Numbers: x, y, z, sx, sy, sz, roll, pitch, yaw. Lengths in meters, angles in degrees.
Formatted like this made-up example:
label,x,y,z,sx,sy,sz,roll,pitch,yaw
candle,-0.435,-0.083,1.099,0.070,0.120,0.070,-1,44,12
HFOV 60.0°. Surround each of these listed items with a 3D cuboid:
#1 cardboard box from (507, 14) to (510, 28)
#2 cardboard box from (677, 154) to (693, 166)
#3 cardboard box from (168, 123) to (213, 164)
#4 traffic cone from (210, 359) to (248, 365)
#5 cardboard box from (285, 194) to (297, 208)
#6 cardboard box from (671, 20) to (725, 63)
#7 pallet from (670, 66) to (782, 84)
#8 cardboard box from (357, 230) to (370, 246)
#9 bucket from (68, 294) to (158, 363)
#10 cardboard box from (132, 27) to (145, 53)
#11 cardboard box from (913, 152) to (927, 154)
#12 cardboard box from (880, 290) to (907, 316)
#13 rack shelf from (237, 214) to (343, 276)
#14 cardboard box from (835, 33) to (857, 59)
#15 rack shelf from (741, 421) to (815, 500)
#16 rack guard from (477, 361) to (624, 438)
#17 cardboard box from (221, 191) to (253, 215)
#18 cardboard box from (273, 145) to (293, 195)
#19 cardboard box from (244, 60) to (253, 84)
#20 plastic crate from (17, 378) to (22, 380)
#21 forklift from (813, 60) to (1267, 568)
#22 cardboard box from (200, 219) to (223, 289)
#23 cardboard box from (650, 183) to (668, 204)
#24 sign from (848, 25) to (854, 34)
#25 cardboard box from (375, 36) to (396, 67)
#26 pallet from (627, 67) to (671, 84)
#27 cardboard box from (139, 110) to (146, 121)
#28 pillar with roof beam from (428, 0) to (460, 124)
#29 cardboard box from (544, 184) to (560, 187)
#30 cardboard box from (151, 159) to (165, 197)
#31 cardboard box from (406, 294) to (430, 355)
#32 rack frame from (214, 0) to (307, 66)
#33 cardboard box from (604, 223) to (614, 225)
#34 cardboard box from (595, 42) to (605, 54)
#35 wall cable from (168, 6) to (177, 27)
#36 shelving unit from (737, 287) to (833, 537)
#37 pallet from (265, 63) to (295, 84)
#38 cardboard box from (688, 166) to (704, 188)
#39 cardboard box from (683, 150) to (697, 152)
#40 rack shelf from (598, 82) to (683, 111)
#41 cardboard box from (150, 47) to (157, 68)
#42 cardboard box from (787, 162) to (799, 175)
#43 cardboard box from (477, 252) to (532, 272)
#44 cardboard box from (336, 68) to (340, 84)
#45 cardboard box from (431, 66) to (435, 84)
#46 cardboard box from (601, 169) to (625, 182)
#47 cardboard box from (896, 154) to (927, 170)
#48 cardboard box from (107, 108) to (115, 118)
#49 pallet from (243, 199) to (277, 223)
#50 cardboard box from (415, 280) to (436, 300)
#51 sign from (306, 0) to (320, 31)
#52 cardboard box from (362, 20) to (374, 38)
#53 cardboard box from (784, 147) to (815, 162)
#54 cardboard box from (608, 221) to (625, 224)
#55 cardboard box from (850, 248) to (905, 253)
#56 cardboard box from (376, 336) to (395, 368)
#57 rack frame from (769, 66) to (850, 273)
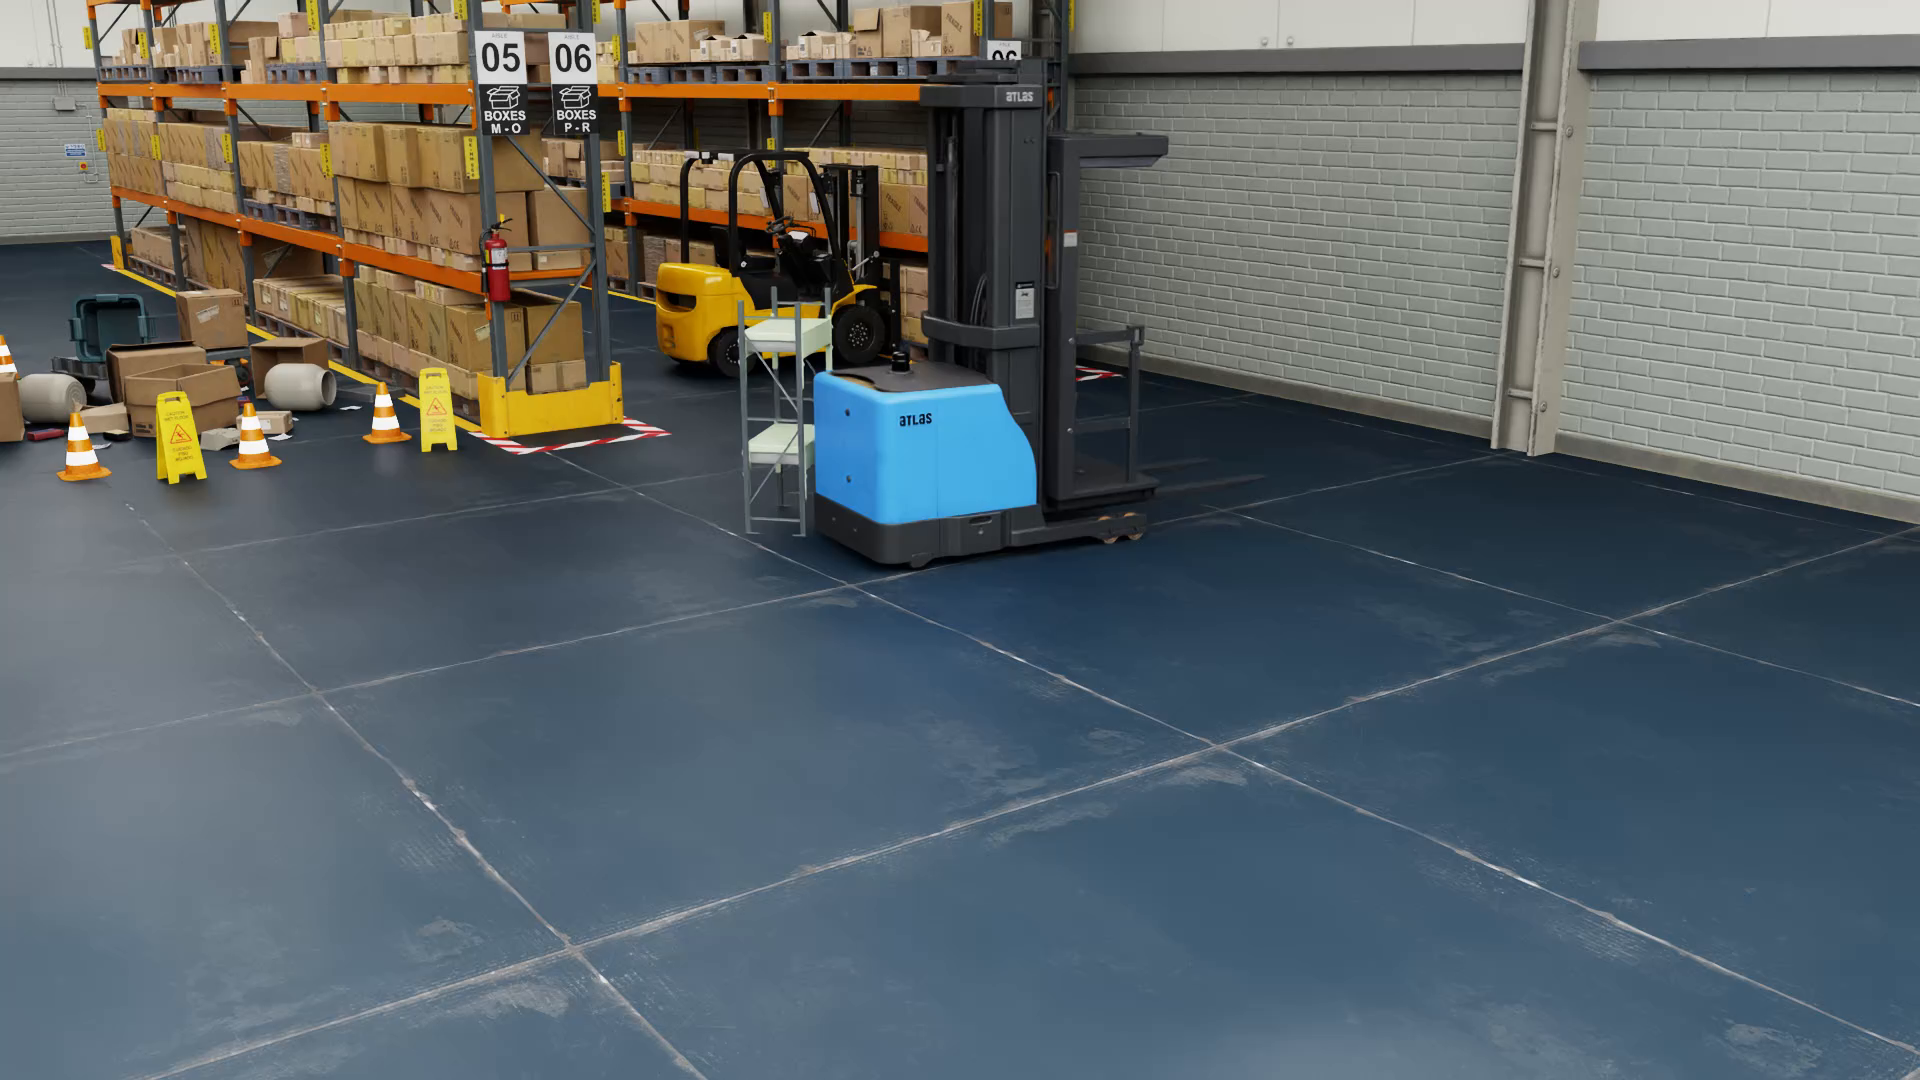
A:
label,x,y,z,sx,sy,sz,roll,pitch,yaw
cardboard box,-3.597,-4.255,13.724,0.380,0.149,0.250,-11,19,-35
cardboard box,-3.366,-4.839,21.156,0.380,0.149,0.250,-10,18,-33
cardboard box,-10.100,-5.236,21.941,0.500,0.500,0.500,-11,19,-35
traffic cone,-7.605,-2.064,17.241,0.336,0.463,0.334,-11,19,-35
cardboard box,-7.144,-3.725,18.184,0.380,0.149,0.250,-10,18,-33
cardboard box,-3.256,-6.202,20.696,0.500,0.500,0.500,-10,18,-33
pallet,-2.952,-5.852,20.951,1.003,0.211,1.213,-10,18,-32
cardboard box,-5.627,-2.956,16.170,0.380,0.149,0.250,-10,18,-33
bucket,-7.743,-1.933,15.279,0.726,0.611,0.620,-4,6,-15
cardboard box,-11.266,-6.979,23.530,0.797,0.503,0.637,-9,18,-30
cardboard box,-0.290,-4.101,17.898,0.380,0.149,0.250,-11,19,-34
cardboard box,-0.525,-2.546,17.662,0.500,0.250,0.500,-11,19,-36
rack shelf,-6.920,-3.320,18.388,1.077,0.370,4.000,-11,19,-35
cardboard box,-1.104,-5.280,17.773,0.396,0.266,0.258,-11,19,-36
rack shelf,-1.118,-0.537,10.930,0.431,0.370,0.720,3,16,10
rack guard,-3.437,-1.197,14.001,1.175,0.500,0.348,-11,19,-35
cardboard box,-8.603,-4.090,20.120,0.500,0.250,0.500,-12,19,-36
cardboard box,-7.101,-4.026,18.055,0.500,0.500,0.500,-12,19,-37
cardboard box,-7.898,-5.328,18.934,0.396,0.266,0.258,-11,19,-35
plastic crate,-8.526,-1.288,14.817,0.450,0.188,0.662,-11,16,-3
forklift,0.610,-1.509,10.536,3.031,2.935,1.130,-9,17,-28
cardboard box,-9.481,-3.815,22.060,0.875,0.875,0.875,-10,18,-33
cardboard box,-3.728,-4.552,21.811,0.500,0.250,0.500,-11,19,-36
sign,-1.283,-5.832,19.392,0.100,0.325,0.005,-11,19,-35
cardboard box,-4.813,-4.297,14.631,0.500,0.250,0.500,-11,19,-34
pallet,-3.611,-6.090,21.821,1.213,0.211,1.003,-10,18,-32
cardboard box,-11.432,-6.035,23.633,0.380,0.149,0.250,-11,19,-35
pillar with roof beam,-13.125,-9.515,28.294,9.100,9.000,0.400,-11,19,-35
cardboard box,-3.753,-2.832,14.489,0.500,0.500,0.500,-10,18,-33
cardboard box,-10.927,-5.056,23.178,0.500,0.500,0.500,-11,19,-34
cardboard box,-4.674,-1.974,15.100,0.500,0.500,0.500,-11,19,-36
rack frame,-8.096,-6.988,19.061,1.000,3.000,0.127,-11,19,-35
cardboard box,-5.148,-4.475,23.954,0.380,0.149,0.250,-11,19,-35
cardboard box,-4.791,-6.725,22.747,0.380,0.149,0.250,-12,19,-36
wall cable,-13.486,-10.426,31.551,2.988,3.039,0.133,-11,19,-35
shelving unit,-1.118,-0.851,10.844,0.431,1.500,0.755,3,16,10
pallet,-6.633,-4.966,17.711,1.213,0.211,1.003,-11,19,-35
cardboard box,-3.112,-4.575,20.946,0.500,0.250,0.500,-11,19,-34
cardboard box,-3.484,-5.150,22.293,0.380,0.149,0.250,-10,18,-33
rack shelf,-5.259,-6.392,23.931,1.077,0.370,4.000,-11,19,-35
cardboard box,-10.436,-6.372,21.952,0.396,0.266,0.258,-11,19,-35
cardboard box,-1.756,-4.264,19.054,0.380,0.149,0.250,-11,19,-35
cardboard box,-3.785,-2.312,13.815,0.380,0.149,0.250,-10,18,-33
cardboard box,-5.759,-4.460,15.983,0.380,0.149,0.250,-11,19,-35
cardboard box,-4.224,-3.919,14.006,0.380,0.149,0.250,-11,19,-34
cardboard box,-4.779,-5.028,22.944,0.380,0.149,0.250,-10,18,-34
cardboard box,-0.435,-3.908,17.192,0.380,0.149,0.250,-10,18,-33
cardboard box,-12.815,-6.527,25.430,0.380,0.149,0.250,-10,18,-33
pallet,-7.590,-3.866,19.383,1.213,0.211,1.003,-11,19,-35
cardboard box,-4.643,-2.246,14.865,0.380,0.149,0.250,-10,18,-32
sign,-6.191,-5.039,15.899,0.100,0.325,0.005,-11,19,-35
cardboard box,-5.179,-4.618,15.051,0.380,0.149,0.250,-12,19,-36
cardboard box,-1.783,-4.402,18.995,0.380,0.149,0.250,-10,18,-33
cardboard box,-4.941,-4.603,24.422,0.380,0.149,0.250,-11,19,-34
cardboard box,-0.975,-3.189,19.065,0.500,0.250,0.500,-11,19,-35
cardboard box,-5.292,-1.836,16.017,0.500,0.250,0.500,-10,18,-31
rack frame,-1.731,-4.011,19.550,1.000,3.000,0.127,-11,19,-35
